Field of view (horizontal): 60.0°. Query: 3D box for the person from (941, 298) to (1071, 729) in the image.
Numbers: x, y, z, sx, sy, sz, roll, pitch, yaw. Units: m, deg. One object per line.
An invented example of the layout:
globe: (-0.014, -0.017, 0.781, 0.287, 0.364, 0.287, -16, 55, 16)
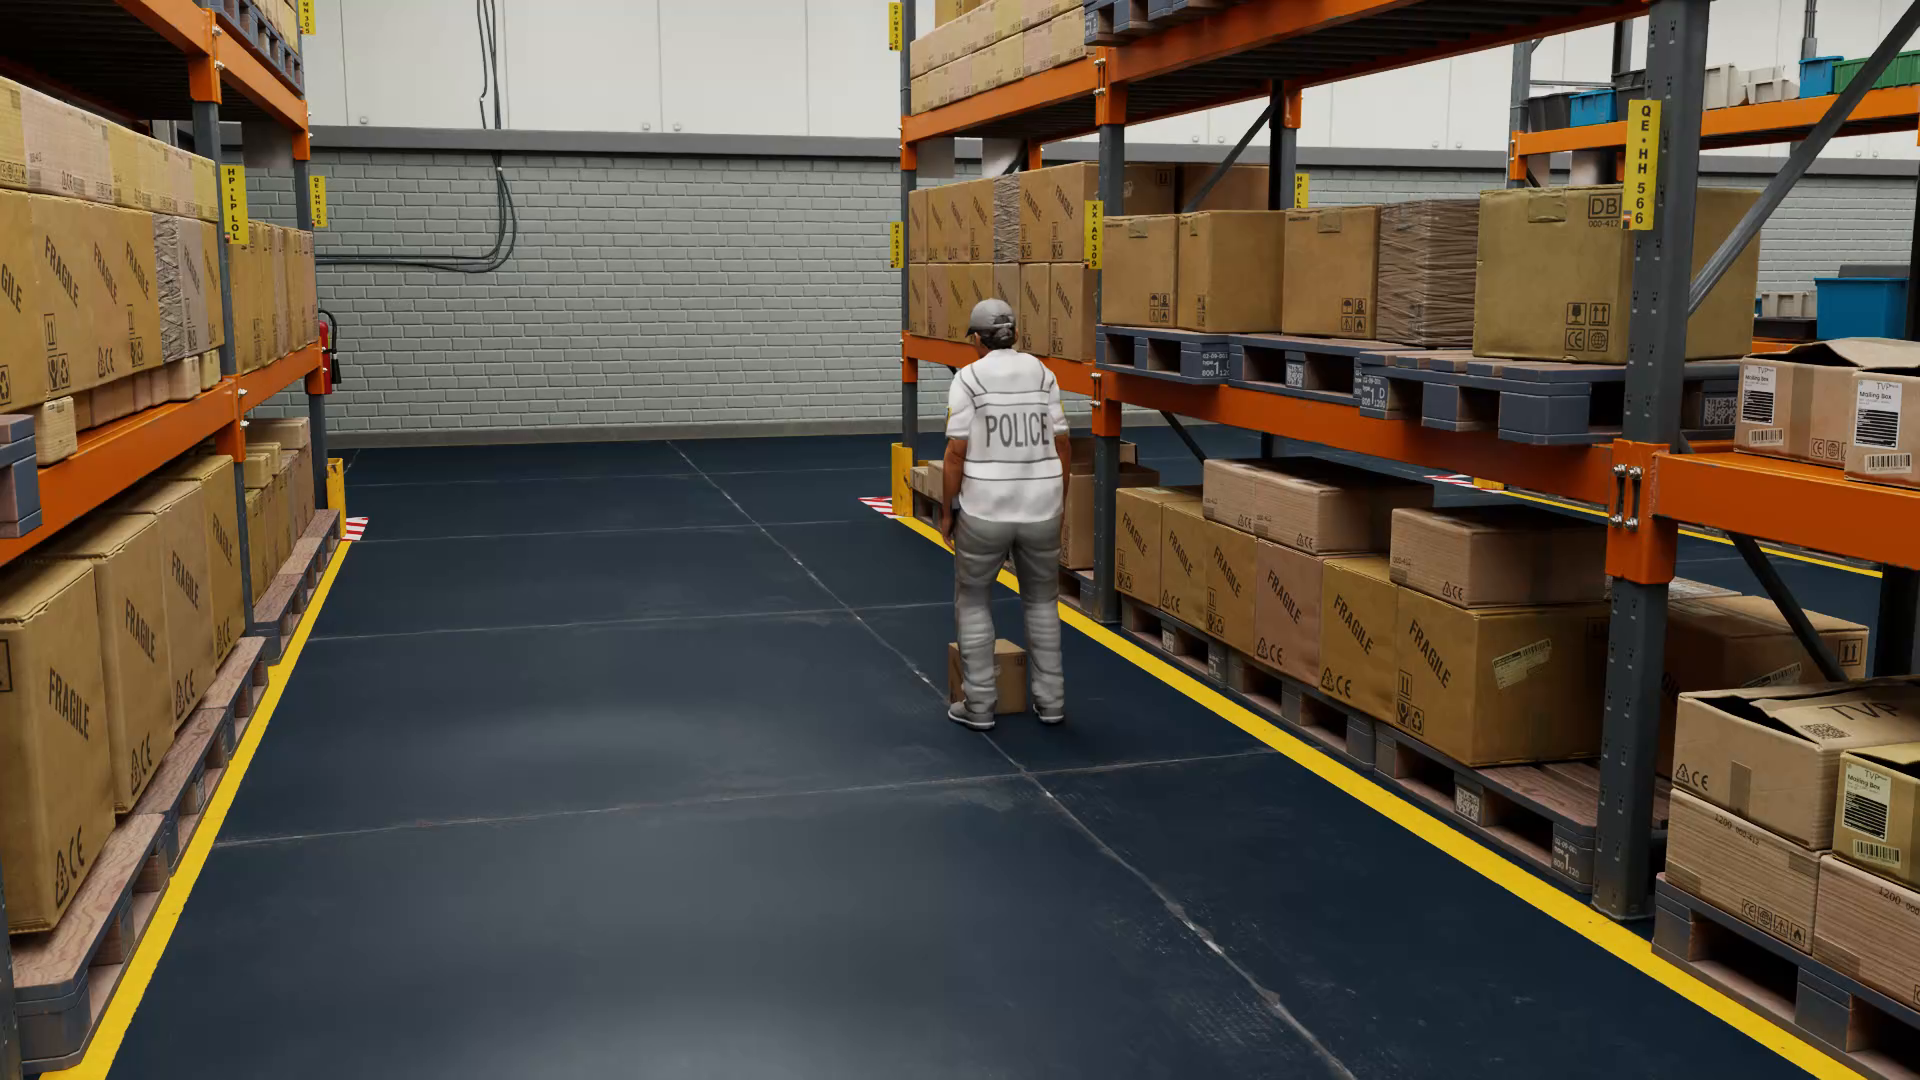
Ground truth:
person: (0.179, -0.102, 6.480, 0.549, 1.664, 0.470, -3, 10, -17)
